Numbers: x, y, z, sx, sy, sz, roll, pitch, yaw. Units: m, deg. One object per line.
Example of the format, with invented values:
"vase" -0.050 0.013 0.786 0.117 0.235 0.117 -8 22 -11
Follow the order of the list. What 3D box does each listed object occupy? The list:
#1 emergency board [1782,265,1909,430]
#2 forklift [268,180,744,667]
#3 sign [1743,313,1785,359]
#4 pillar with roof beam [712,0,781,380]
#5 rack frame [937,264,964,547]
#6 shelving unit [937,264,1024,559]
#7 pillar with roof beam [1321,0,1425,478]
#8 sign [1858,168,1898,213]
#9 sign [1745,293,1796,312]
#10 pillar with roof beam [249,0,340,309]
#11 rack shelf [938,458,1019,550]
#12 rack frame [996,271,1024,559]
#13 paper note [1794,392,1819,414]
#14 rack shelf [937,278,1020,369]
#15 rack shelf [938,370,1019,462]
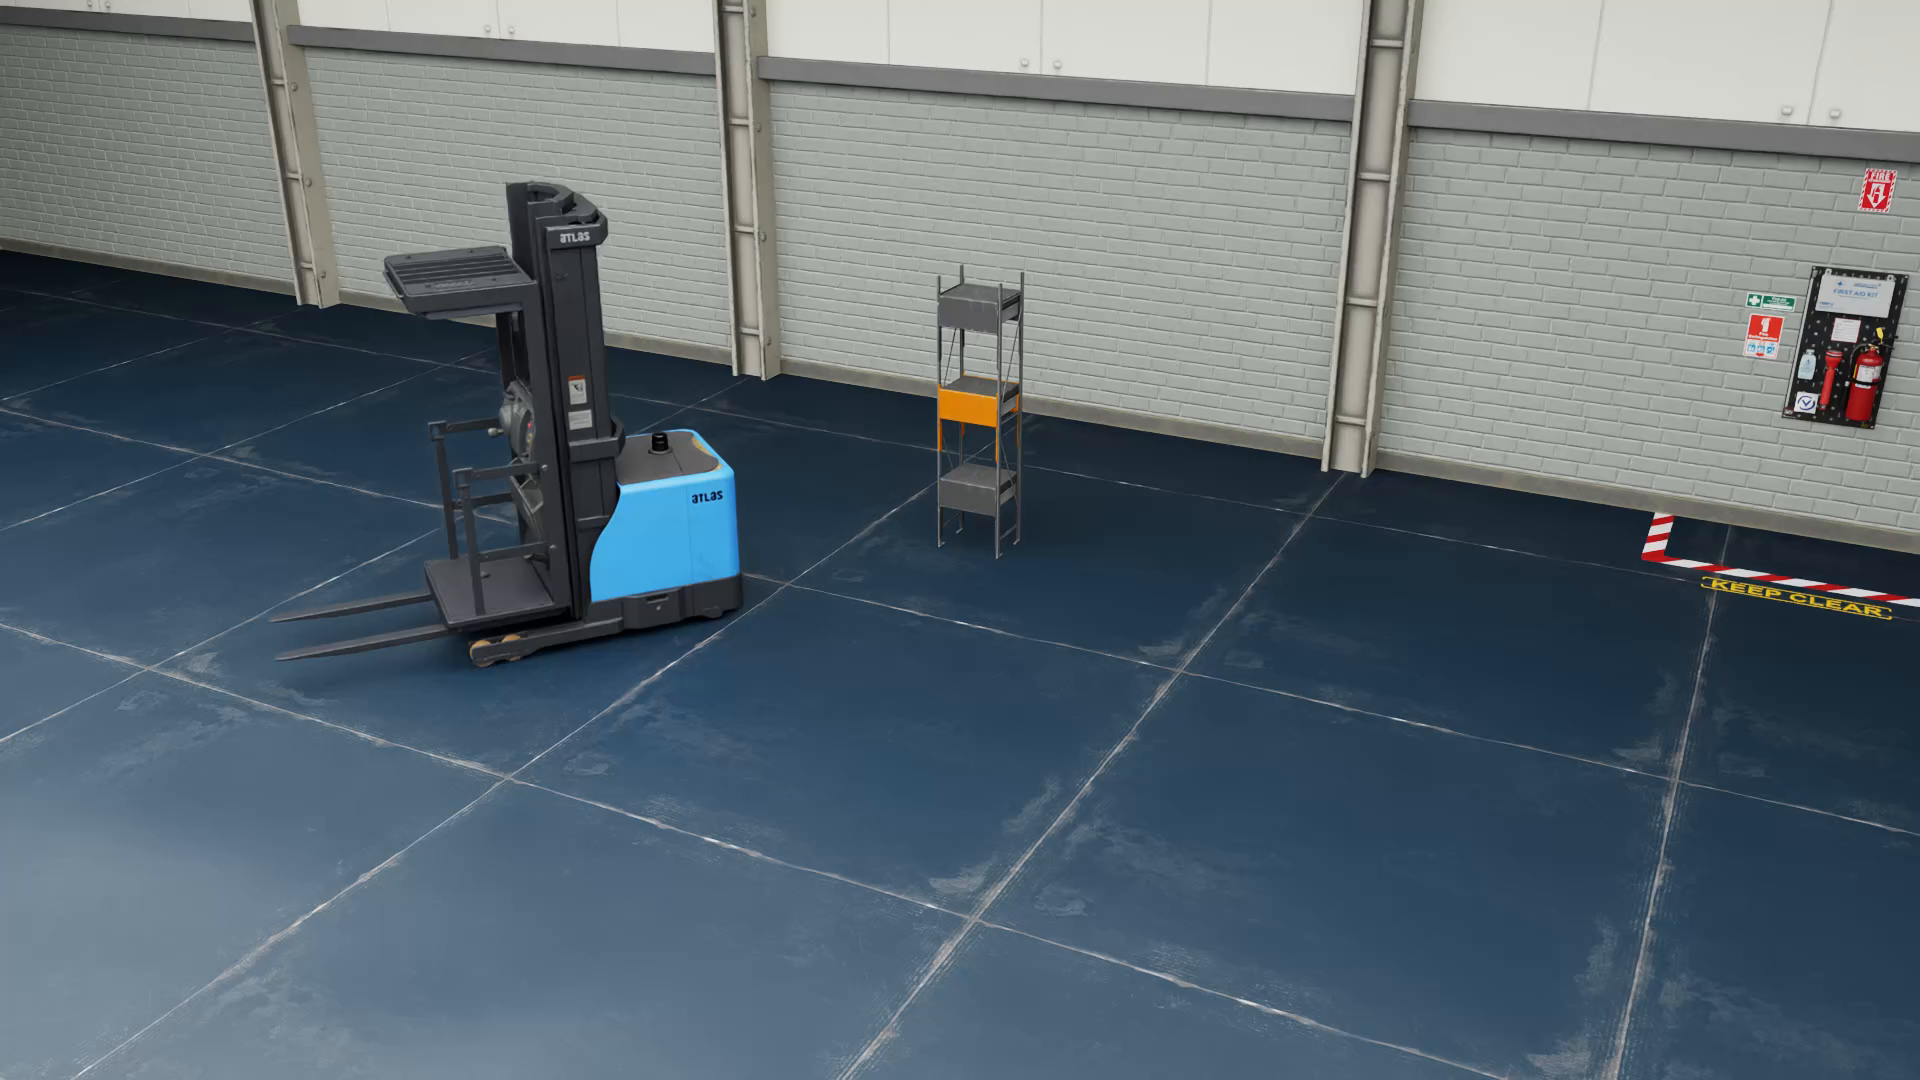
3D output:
"emergency board" 6.486 -1.382 12.192 0.643 1.169 0.194 11 25 25
"forklift" -3.064 -0.760 10.817 3.031 2.935 1.130 -10 25 -23
"sign" 6.039 -1.532 12.500 0.234 0.329 0.001 11 25 25
"pillar with roof beam" -3.977 -4.308 11.408 0.400 9.000 9.100 11 25 25
"rack frame" -0.070 -0.980 12.398 0.015 2.100 0.400 11 25 25
"shelving unit" 0.148 -0.937 12.297 0.503 2.100 0.431 11 25 25
"pillar with roof beam" 1.377 -3.249 8.917 0.400 9.000 9.100 11 25 25
"sign" 6.524 -2.485 11.824 0.199 0.298 0.001 11 25 25
"sign" 6.039 -1.772 12.387 0.331 0.109 0.001 11 25 25
"pillar with roof beam" -9.332 -5.368 13.899 0.400 9.000 9.100 11 25 25
"rack shelf" 0.148 -0.280 12.576 0.480 0.518 0.431 11 25 25
"rack frame" 0.365 -0.894 12.195 0.015 2.100 0.400 11 25 25
"paper note" 6.359 -1.032 12.495 0.142 0.148 0.016 11 25 25
"rack shelf" 0.148 -1.569 12.028 0.480 0.518 0.431 11 25 25
"rack shelf" 0.148 -0.924 12.302 0.480 0.518 0.431 11 25 25
